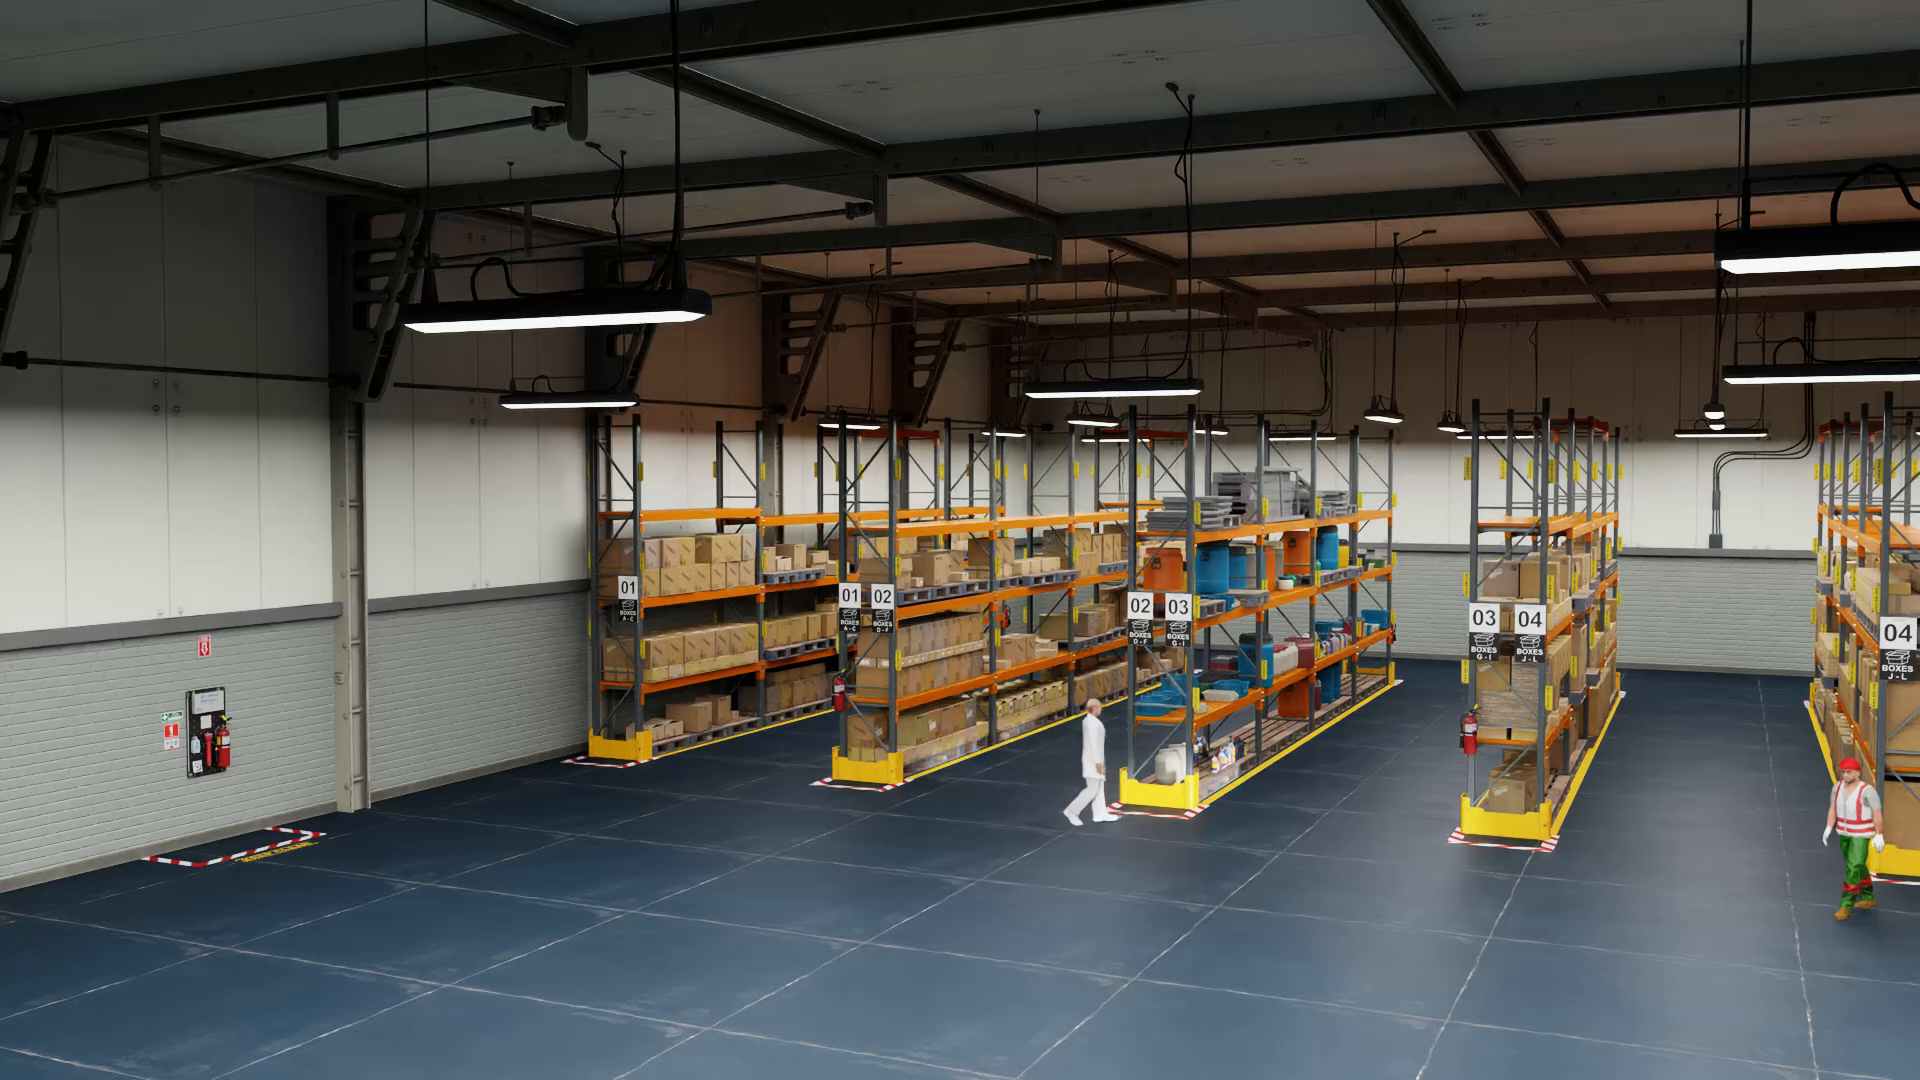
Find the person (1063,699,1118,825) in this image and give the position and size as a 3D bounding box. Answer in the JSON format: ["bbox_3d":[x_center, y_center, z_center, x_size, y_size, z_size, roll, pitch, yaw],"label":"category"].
[{"bbox_3d":[1.866,3.196,23.637,0.815,1.666,0.636,0,2,-4],"label":"person"}]

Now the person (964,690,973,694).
[{"bbox_3d":[-0.097,2.741,35.386,0.452,1.600,0.882,2,3,37],"label":"person"}]

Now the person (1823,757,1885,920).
[{"bbox_3d":[10.047,3.326,18.756,0.900,1.746,0.563,-1,3,-21],"label":"person"}]
